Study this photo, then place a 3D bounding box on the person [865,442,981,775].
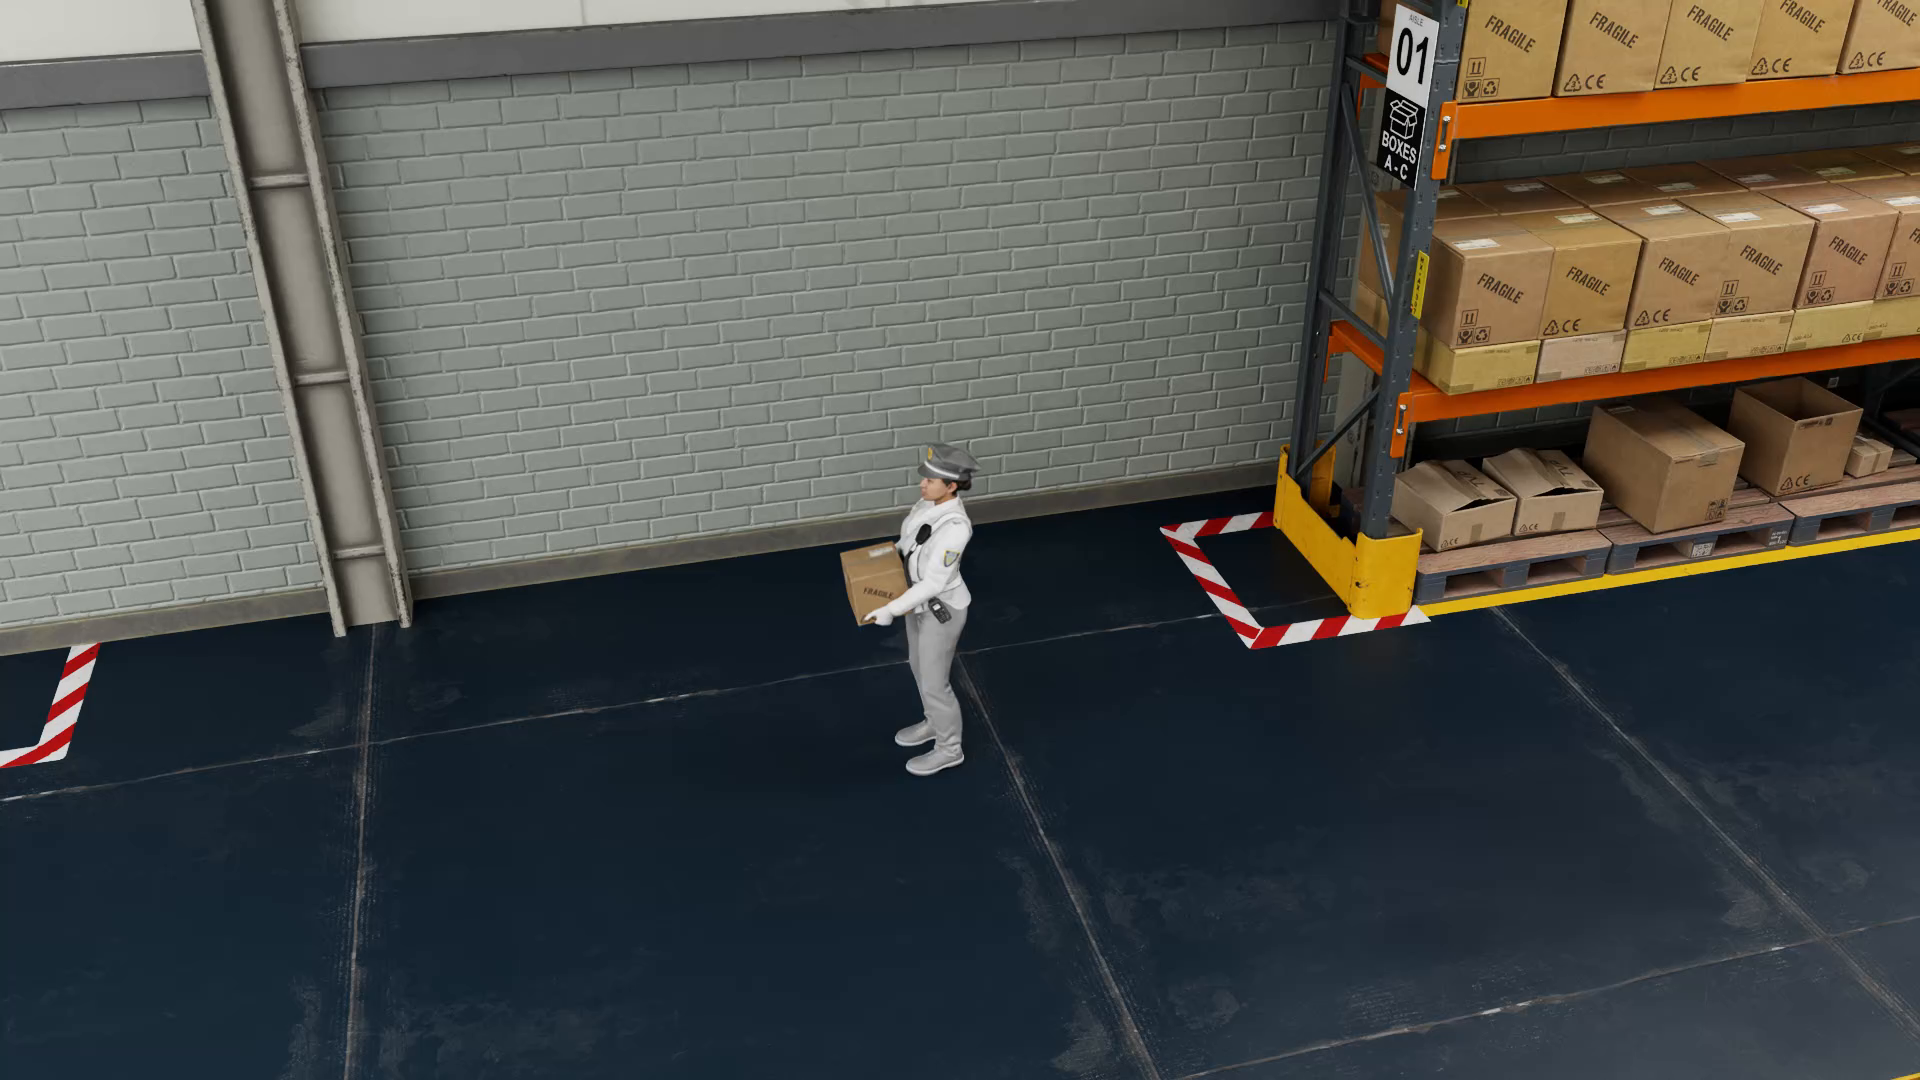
[{"bbox_3d":[-0.190,0.313,7.678,0.558,1.686,0.458,-7,31,-12],"label":"person"}]
